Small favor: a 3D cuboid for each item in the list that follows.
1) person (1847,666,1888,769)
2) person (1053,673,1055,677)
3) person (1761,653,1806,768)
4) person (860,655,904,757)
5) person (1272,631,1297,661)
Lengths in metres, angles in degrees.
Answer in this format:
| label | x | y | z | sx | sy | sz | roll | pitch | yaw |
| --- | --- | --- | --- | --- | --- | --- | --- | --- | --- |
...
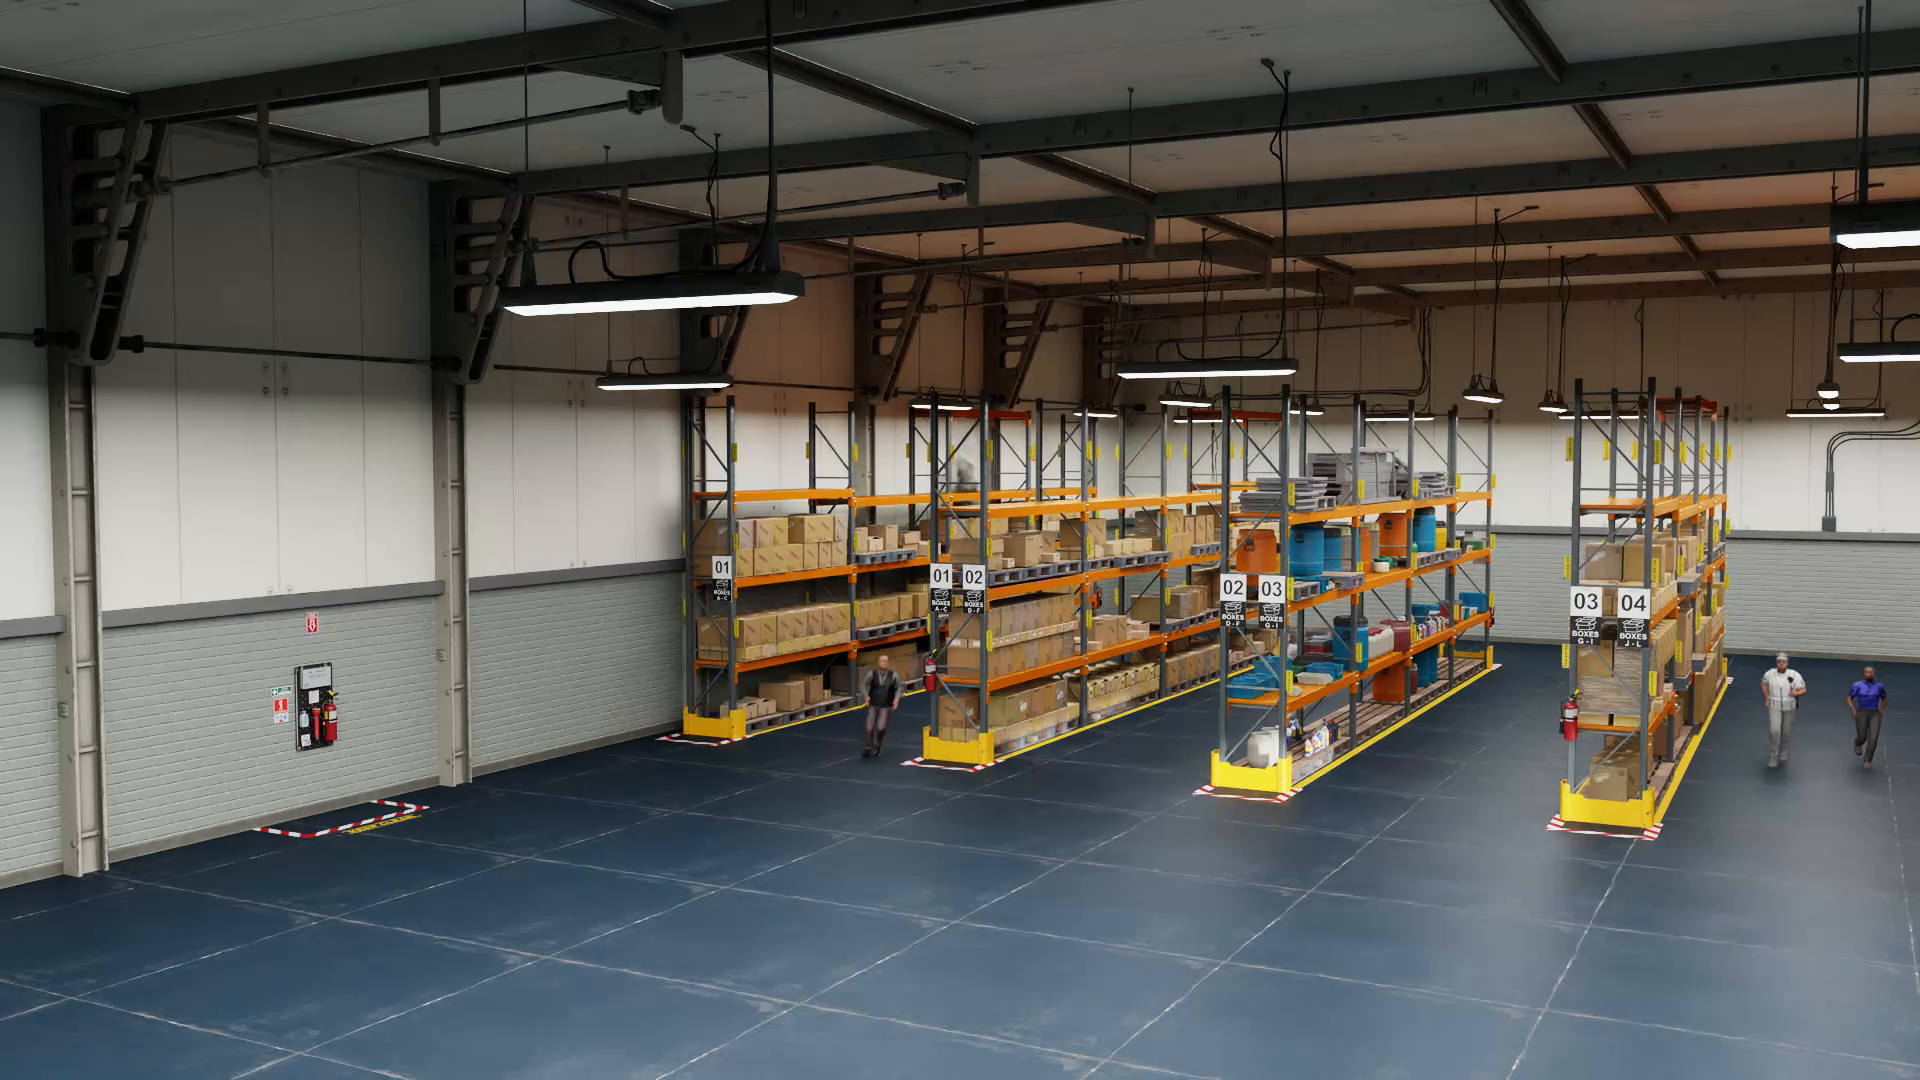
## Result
| label | x | y | z | sx | sy | sz | roll | pitch | yaw |
| --- | --- | --- | --- | --- | --- | --- | --- | --- | --- |
| person | 14.478 | 2.810 | 26.529 | 0.585 | 1.619 | 0.592 | 1 | 3 | 18 |
| person | 1.866 | 2.392 | 34.069 | 0.531 | 1.621 | 0.805 | 1 | 3 | 25 |
| person | 13.201 | 2.713 | 26.664 | 0.649 | 1.845 | 0.783 | 1 | 3 | 26 |
| person | -1.297 | 2.726 | 27.271 | 0.713 | 1.663 | 0.597 | 0 | 3 | 4 |
| person | 6.114 | 2.546 | 31.119 | 0.570 | 1.698 | 0.825 | 2 | 3 | 30 |
